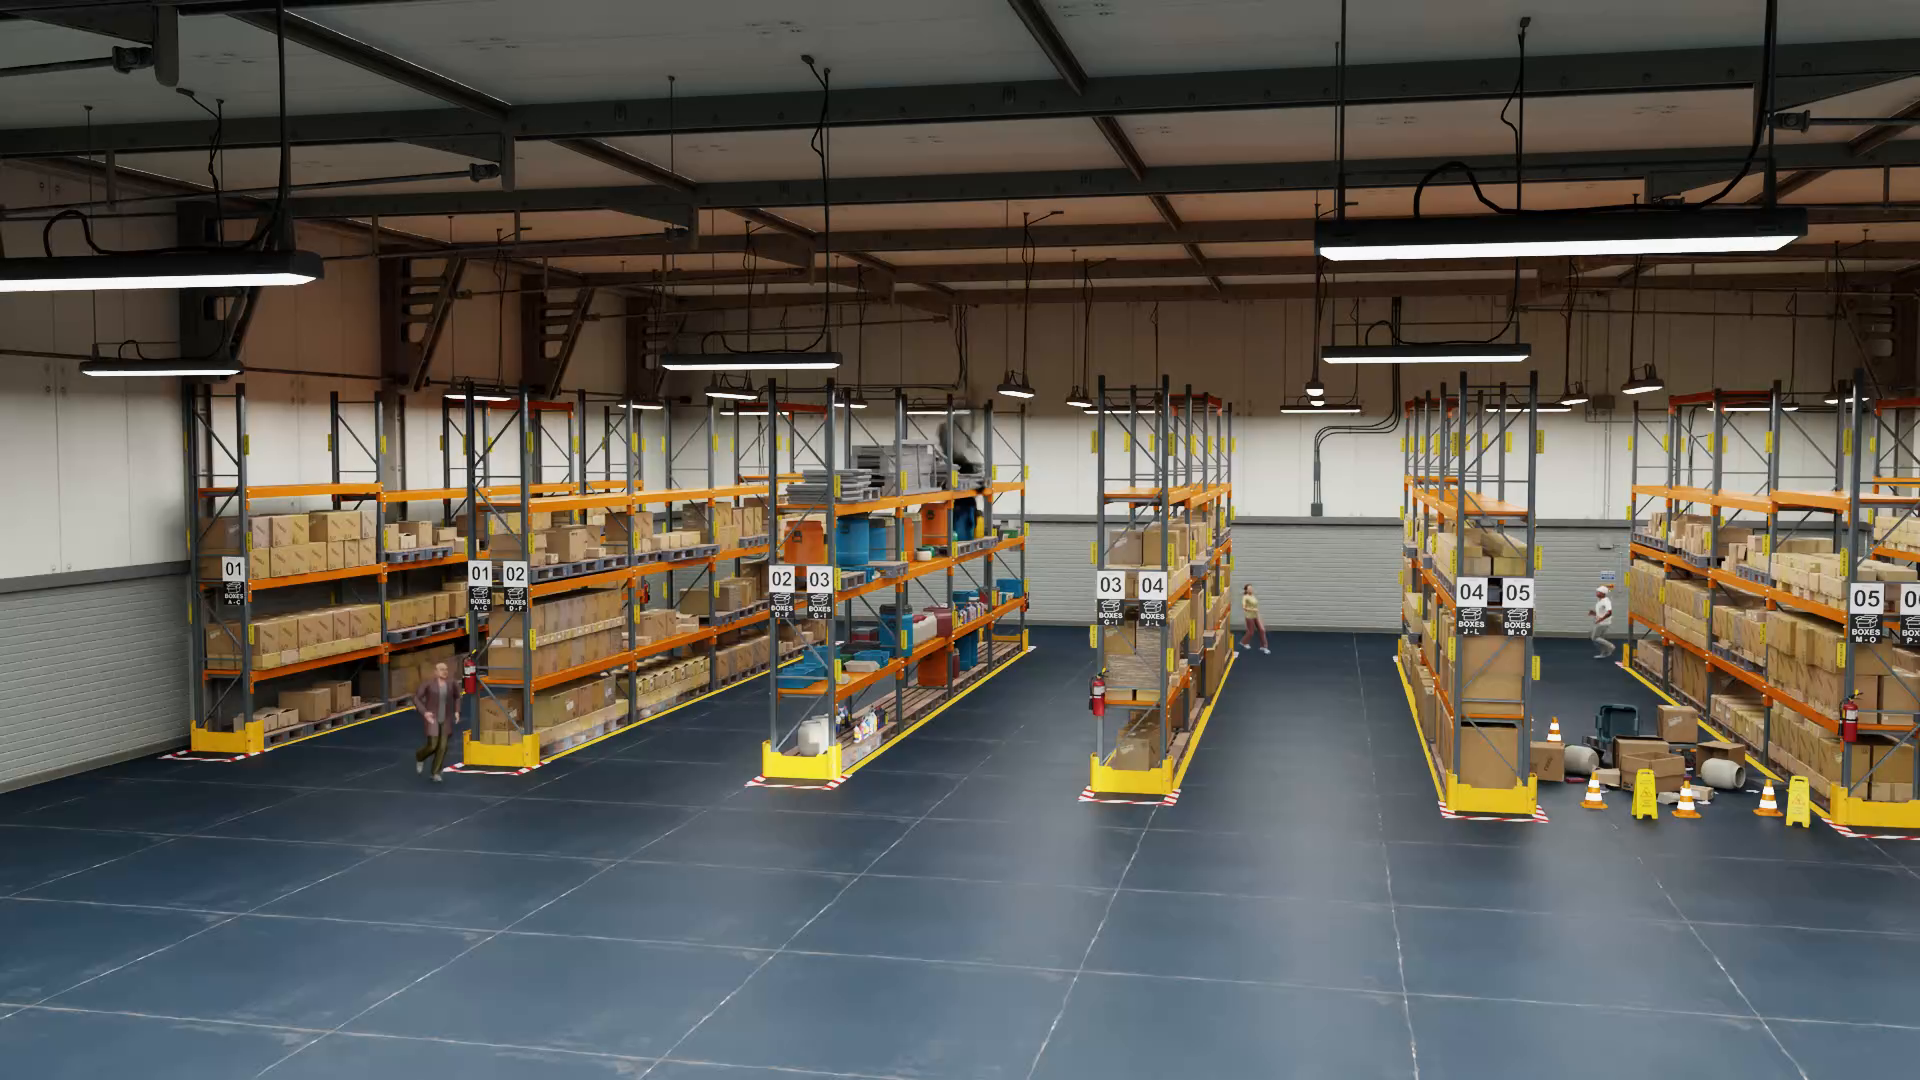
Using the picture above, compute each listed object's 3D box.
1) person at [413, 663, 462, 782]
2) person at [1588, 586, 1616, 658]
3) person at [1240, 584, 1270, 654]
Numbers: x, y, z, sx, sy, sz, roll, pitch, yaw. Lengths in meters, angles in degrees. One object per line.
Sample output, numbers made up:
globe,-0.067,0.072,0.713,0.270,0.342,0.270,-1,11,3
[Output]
person,-7.839,2.714,24.999,0.748,1.746,0.725,-3,4,-41
person,15.011,1.927,38.874,0.619,1.706,0.724,1,3,20
person,7.015,1.884,39.978,0.593,1.661,0.909,-3,4,-40
